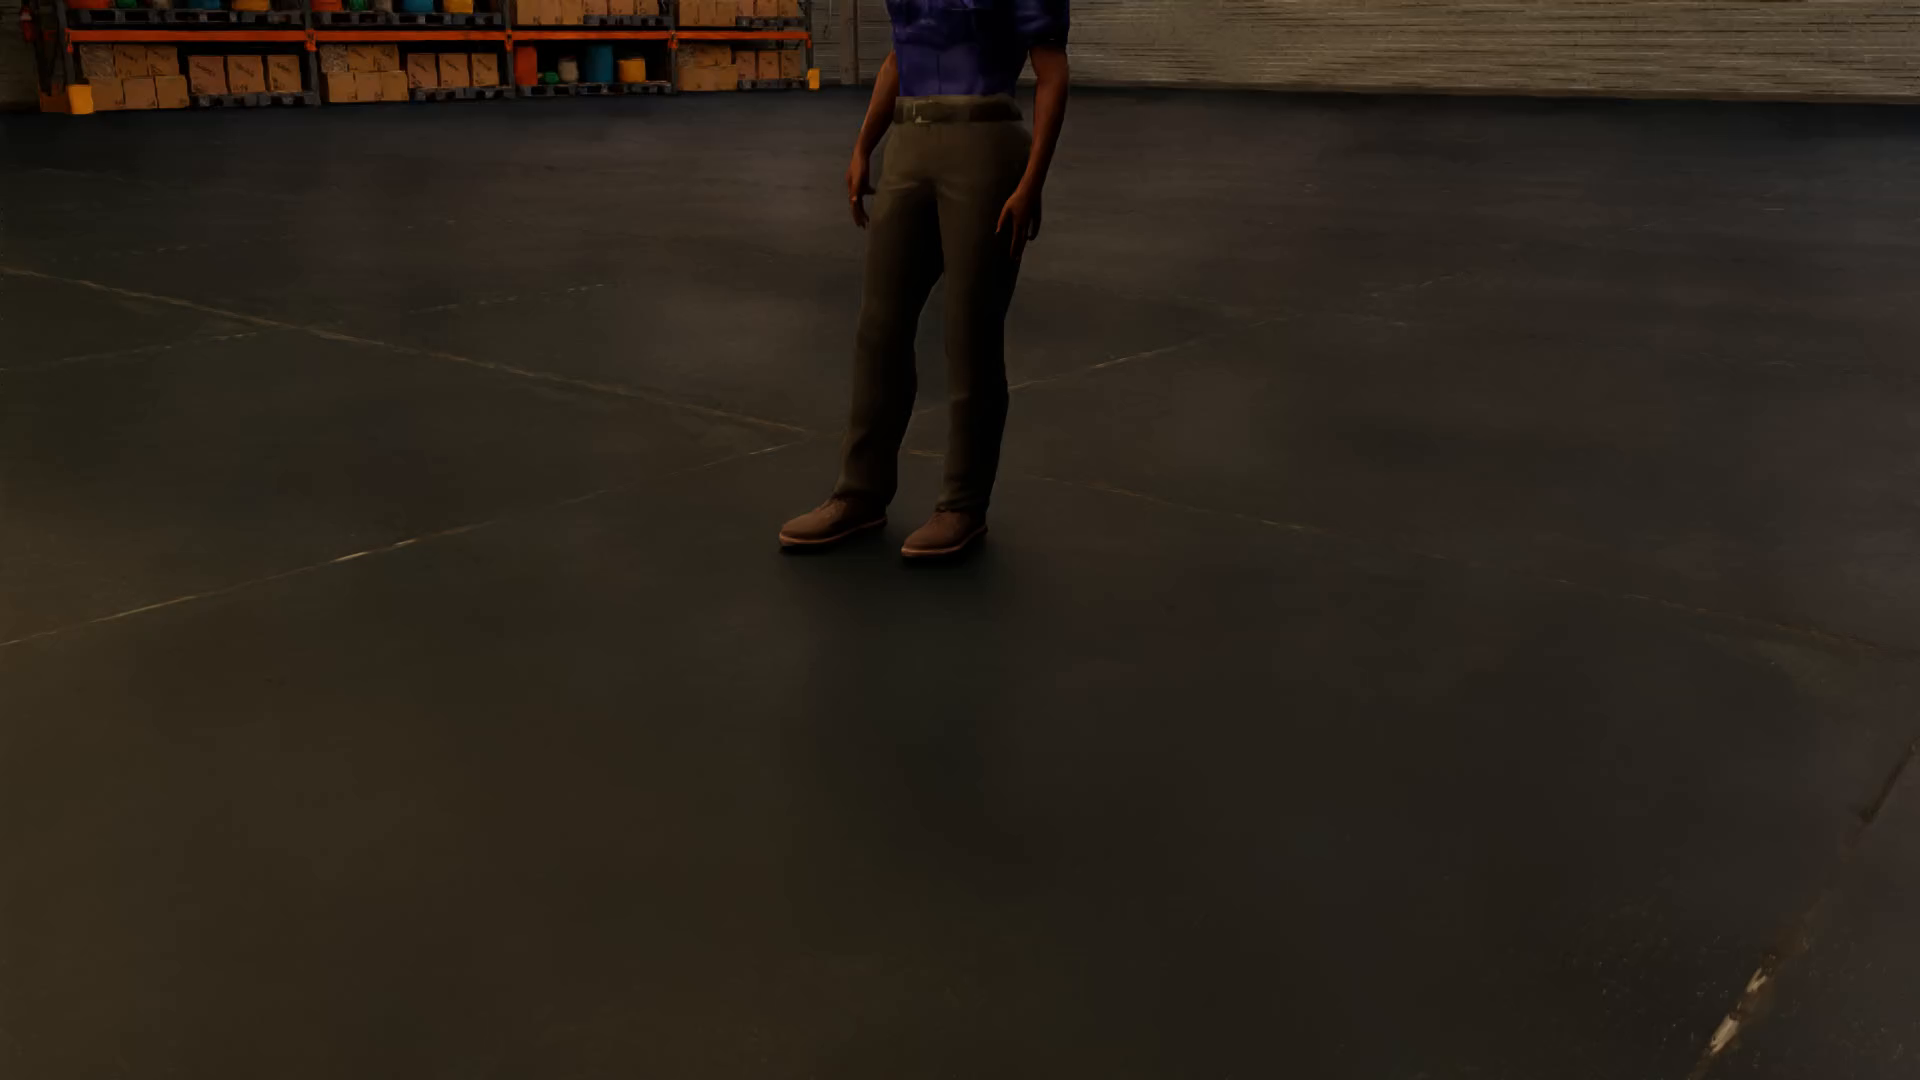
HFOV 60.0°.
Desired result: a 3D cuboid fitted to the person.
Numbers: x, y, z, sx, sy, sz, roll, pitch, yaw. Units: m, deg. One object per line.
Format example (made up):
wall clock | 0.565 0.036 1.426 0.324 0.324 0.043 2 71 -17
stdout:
person | -0.071 -0.782 3.647 0.570 1.654 0.503 13 21 37
